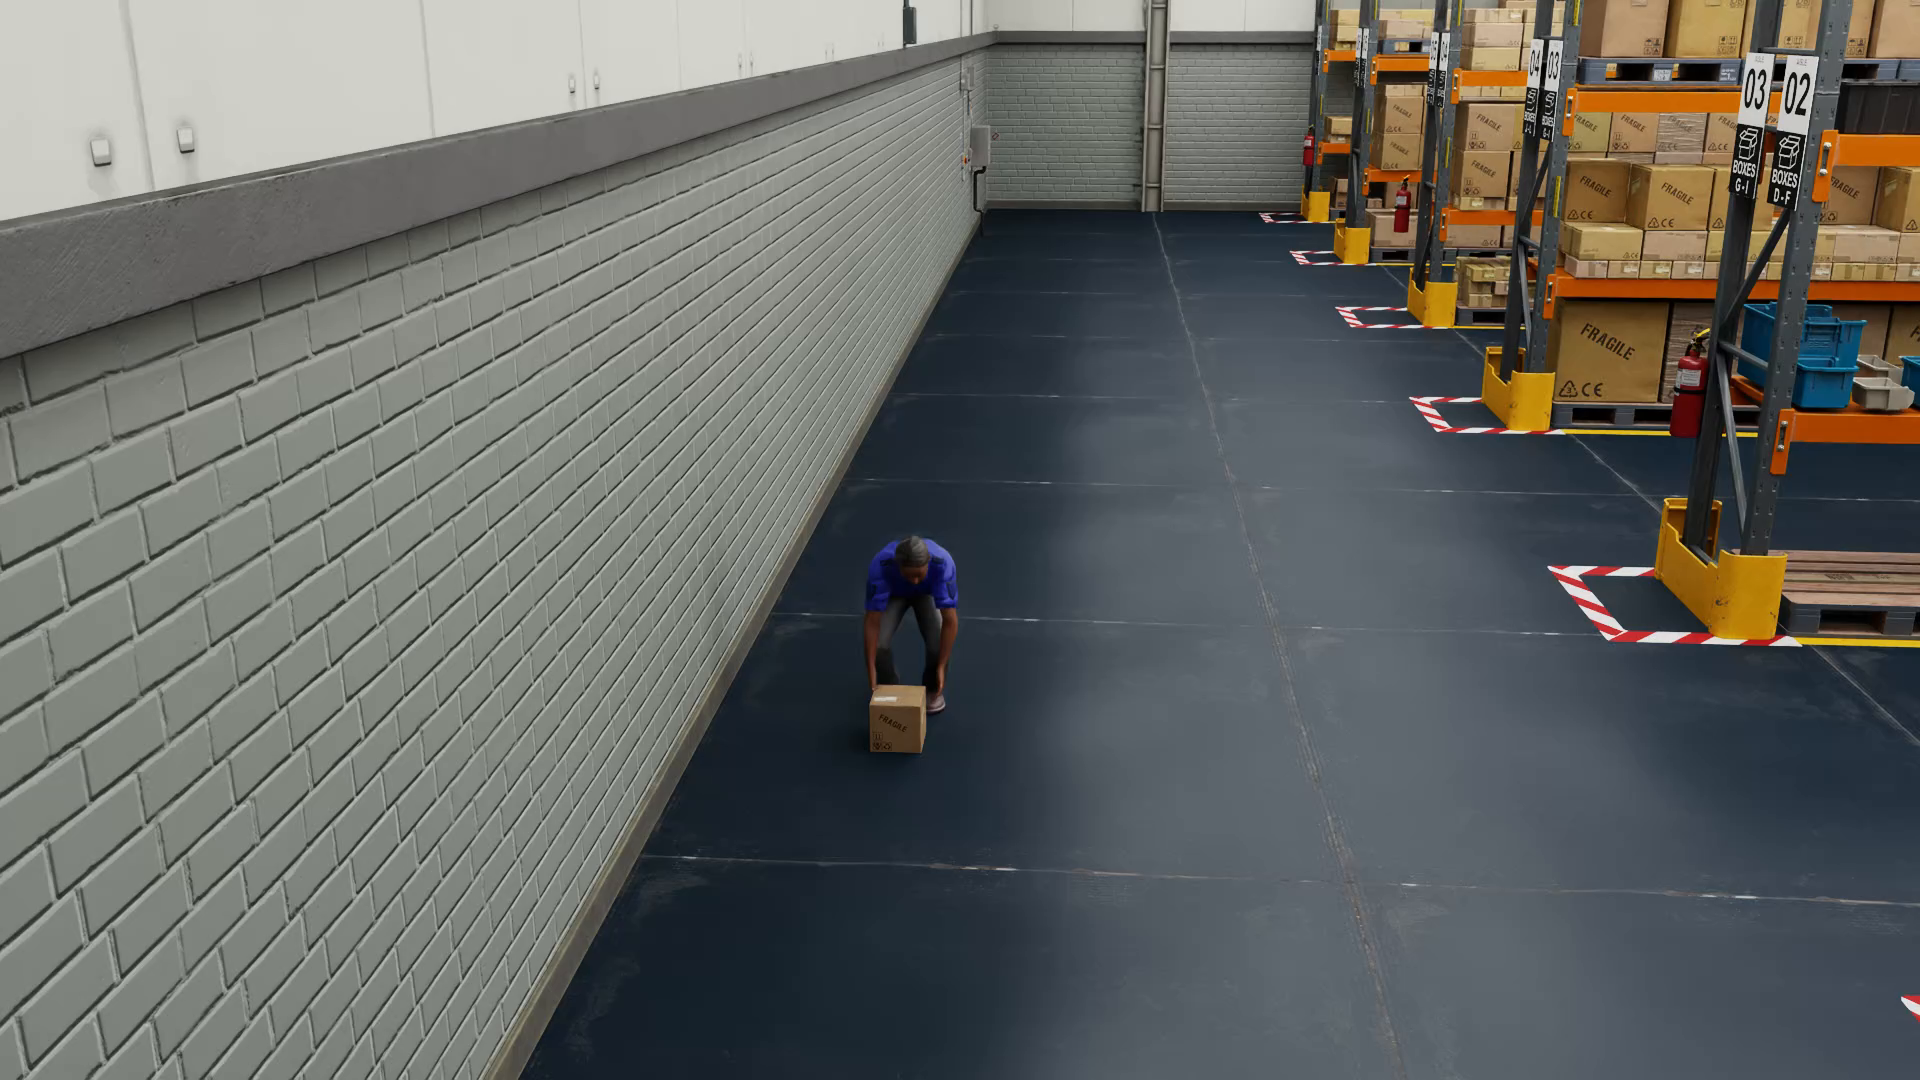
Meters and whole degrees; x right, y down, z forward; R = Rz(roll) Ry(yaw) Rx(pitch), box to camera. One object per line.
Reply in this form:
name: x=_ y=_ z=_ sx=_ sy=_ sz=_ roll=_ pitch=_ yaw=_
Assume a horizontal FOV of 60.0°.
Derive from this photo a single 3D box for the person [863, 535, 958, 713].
person: x=-0.238 y=0.390 z=8.386 sx=0.485 sy=1.025 sz=0.767 roll=1 pitch=18 yaw=4
